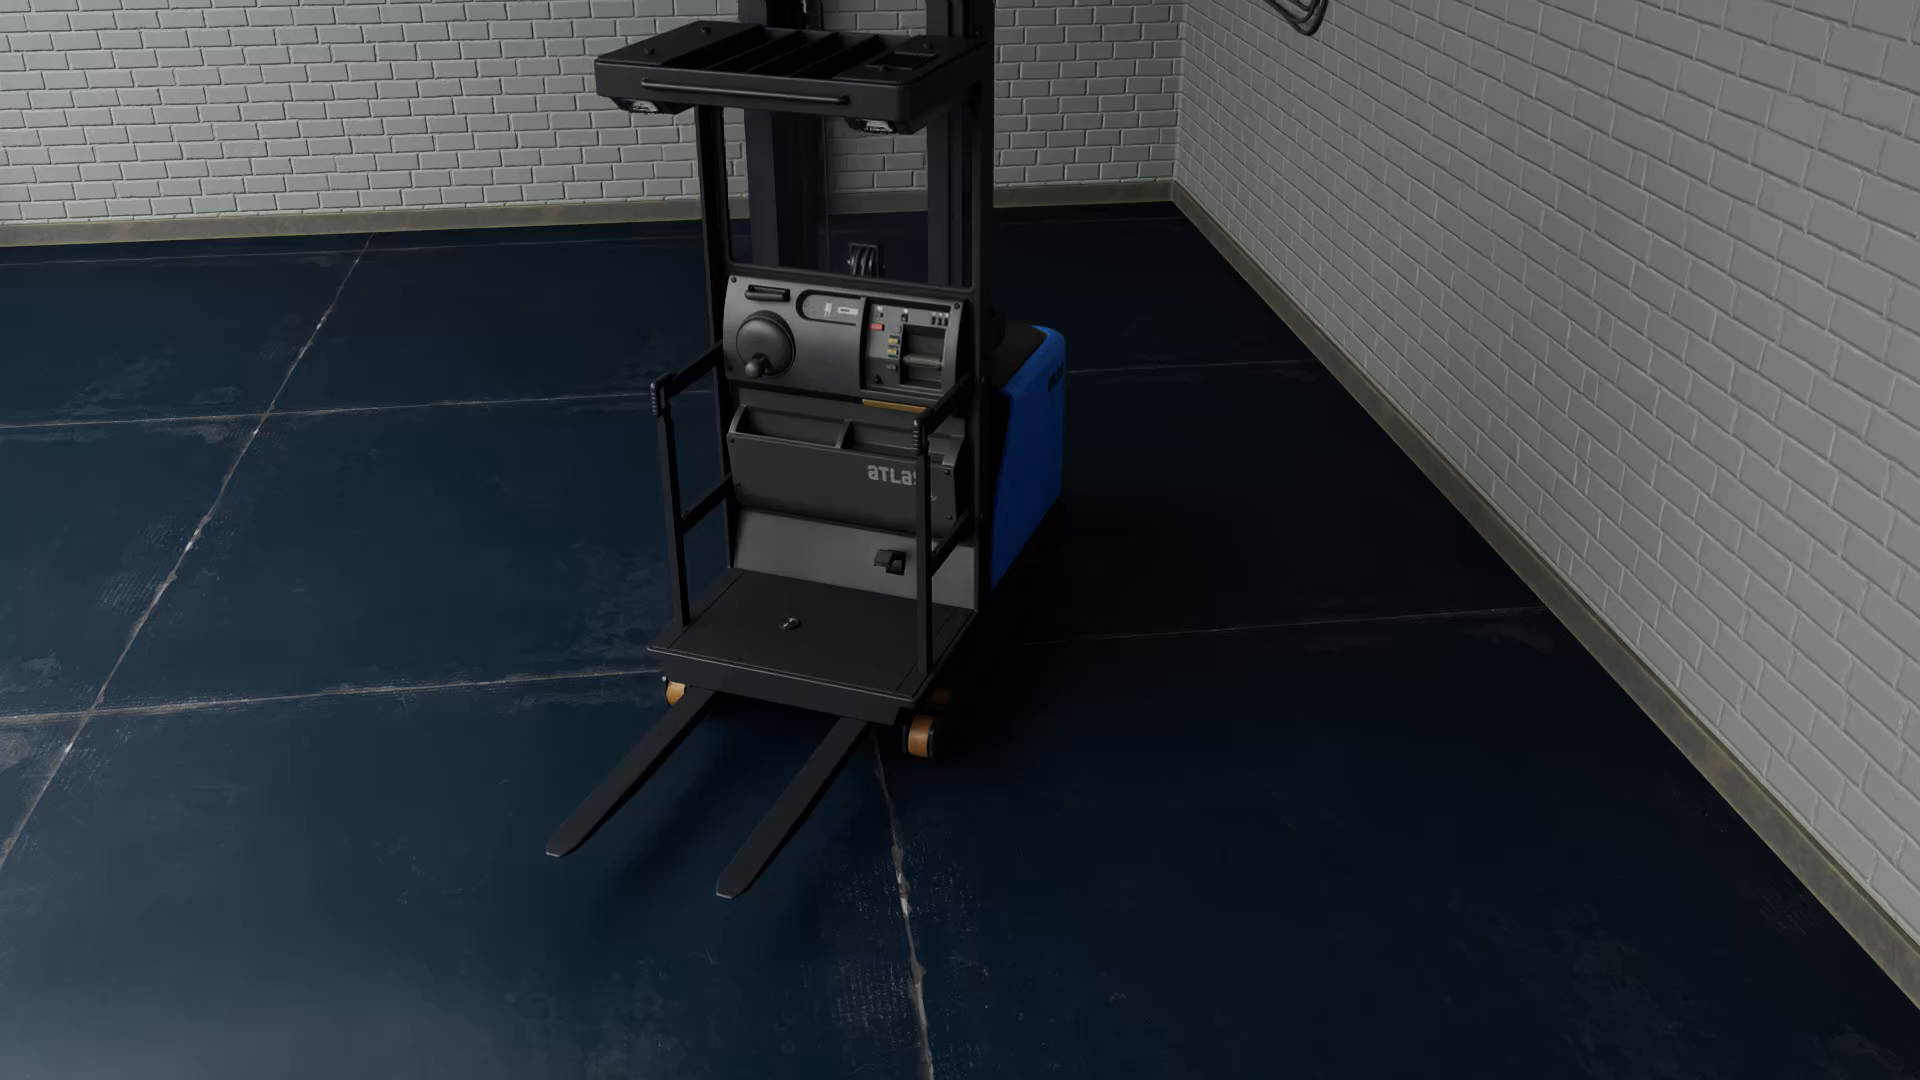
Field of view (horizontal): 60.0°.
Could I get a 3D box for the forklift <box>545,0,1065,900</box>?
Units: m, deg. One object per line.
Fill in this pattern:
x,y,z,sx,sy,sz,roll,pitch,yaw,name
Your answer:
-0.504,-0.705,5.913,1.130,2.935,3.031,9,29,17,forklift

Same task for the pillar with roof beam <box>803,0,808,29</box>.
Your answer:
-0.685,-4.437,6.540,0.400,9.000,9.100,-4,27,-7,pillar with roof beam

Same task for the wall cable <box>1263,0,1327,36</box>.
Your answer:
1.816,-4.591,10.242,0.112,2.526,3.097,-4,27,-7,wall cable
